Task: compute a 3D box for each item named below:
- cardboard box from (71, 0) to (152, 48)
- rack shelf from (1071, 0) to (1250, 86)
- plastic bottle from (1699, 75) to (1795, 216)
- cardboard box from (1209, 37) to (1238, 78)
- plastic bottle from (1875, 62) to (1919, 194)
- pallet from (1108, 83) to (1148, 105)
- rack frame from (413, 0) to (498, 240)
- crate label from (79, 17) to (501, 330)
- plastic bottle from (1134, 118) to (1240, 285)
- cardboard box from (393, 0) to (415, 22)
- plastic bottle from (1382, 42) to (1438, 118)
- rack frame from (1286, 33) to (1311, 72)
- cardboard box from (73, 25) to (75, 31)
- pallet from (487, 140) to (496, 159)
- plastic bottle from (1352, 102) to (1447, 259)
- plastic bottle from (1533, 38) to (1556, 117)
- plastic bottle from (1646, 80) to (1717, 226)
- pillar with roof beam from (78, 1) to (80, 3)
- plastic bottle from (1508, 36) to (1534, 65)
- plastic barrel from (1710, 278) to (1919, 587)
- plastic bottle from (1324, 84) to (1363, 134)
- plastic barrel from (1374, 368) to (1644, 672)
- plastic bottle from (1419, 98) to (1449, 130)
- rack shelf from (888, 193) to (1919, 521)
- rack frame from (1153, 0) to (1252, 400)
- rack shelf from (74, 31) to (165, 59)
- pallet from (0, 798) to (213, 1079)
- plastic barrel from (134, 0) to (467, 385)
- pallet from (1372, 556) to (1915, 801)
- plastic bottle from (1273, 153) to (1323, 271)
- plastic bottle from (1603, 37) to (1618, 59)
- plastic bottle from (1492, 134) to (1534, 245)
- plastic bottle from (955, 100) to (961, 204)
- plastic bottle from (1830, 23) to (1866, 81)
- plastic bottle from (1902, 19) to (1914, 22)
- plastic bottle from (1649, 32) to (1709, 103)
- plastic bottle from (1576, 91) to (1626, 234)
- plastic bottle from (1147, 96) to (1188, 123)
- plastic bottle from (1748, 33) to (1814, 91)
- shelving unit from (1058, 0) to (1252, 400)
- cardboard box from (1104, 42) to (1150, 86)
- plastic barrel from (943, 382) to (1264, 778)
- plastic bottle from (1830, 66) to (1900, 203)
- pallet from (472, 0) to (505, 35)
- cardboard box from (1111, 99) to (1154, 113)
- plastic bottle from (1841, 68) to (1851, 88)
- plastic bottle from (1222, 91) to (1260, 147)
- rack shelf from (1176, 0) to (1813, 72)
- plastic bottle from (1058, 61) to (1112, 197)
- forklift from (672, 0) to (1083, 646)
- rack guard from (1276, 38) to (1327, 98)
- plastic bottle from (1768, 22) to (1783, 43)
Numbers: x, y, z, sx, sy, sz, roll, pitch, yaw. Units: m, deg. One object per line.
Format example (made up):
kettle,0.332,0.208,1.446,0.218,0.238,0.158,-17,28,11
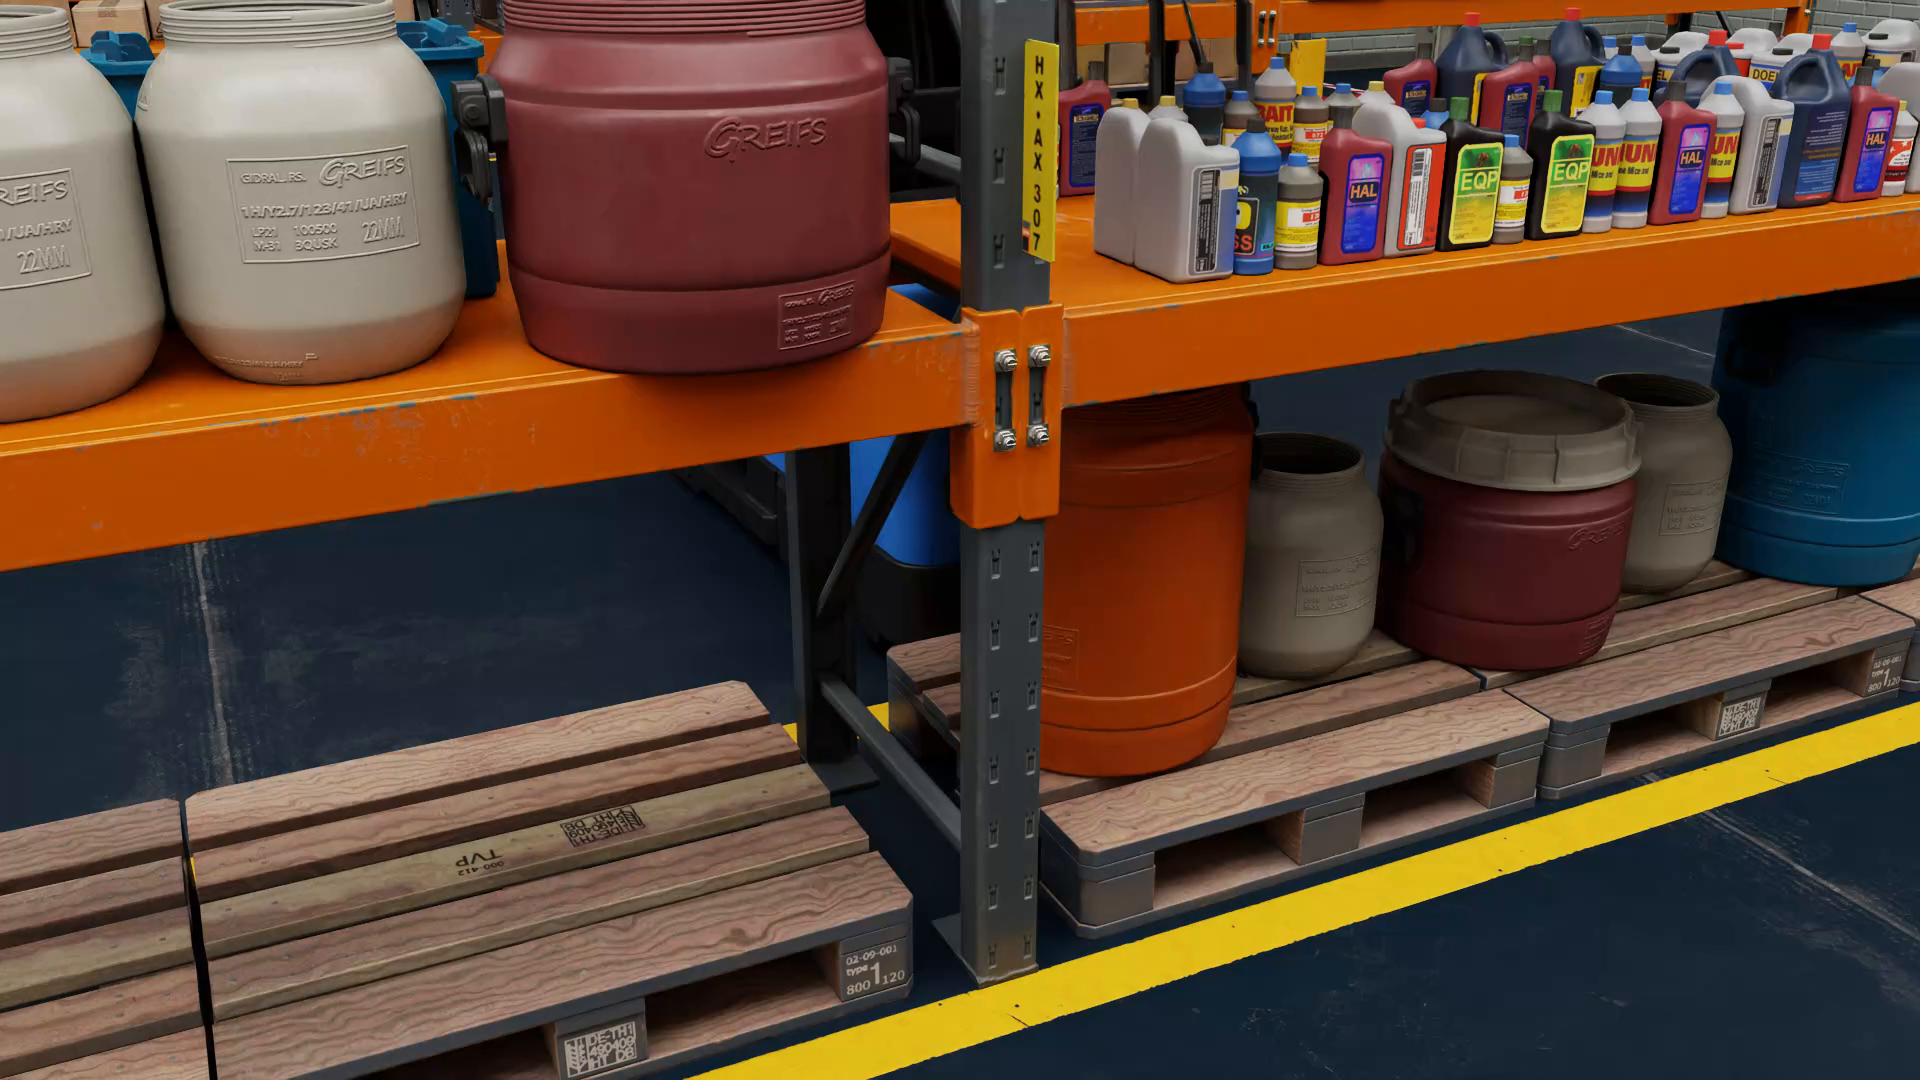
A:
cardboard box,-3.391,-2.070,6.658,0.250,0.149,0.380,-9,24,-20
rack shelf,0.361,-1.374,3.905,0.480,0.518,0.431,-14,24,-24
plastic bottle,1.658,-0.843,3.526,0.135,0.276,0.152,-10,25,-24
cardboard box,2.202,-4.339,14.531,0.500,0.500,0.700,-10,25,-24
plastic bottle,2.154,-0.934,3.747,0.135,0.276,0.152,-10,25,-24
pallet,1.006,-3.802,14.159,1.213,0.211,1.003,-10,25,-24
rack frame,-2.267,-2.417,7.168,0.127,3.000,1.000,-10,25,-24
crate label,-1.134,-0.654,2.863,0.616,0.435,0.502,-10,25,-24
plastic bottle,0.408,-0.613,2.971,0.135,0.276,0.152,-10,25,-24
cardboard box,-2.614,-2.331,7.076,0.500,0.311,0.500,-9,24,-20
plastic bottle,1.087,-1.060,4.040,0.133,0.283,0.061,-10,25,-24
rack frame,2.790,-5.451,14.497,0.127,3.000,1.000,-10,25,-24
cardboard box,-5.586,-3.308,11.033,0.500,0.250,0.500,-10,24,-23
pallet,-3.676,-2.940,12.077,1.213,0.211,1.003,-10,25,-24
plastic bottle,0.825,-0.690,3.156,0.135,0.276,0.152,-10,25,-24
plastic bottle,1.401,-1.091,4.117,0.133,0.283,0.061,-10,25,-24
plastic bottle,1.469,-0.792,3.394,0.133,0.283,0.061,-10,25,-24
pillar with roof beam,-4.098,-5.495,6.758,0.400,9.000,9.100,-10,25,-24
plastic bottle,1.374,-1.112,4.168,0.133,0.283,0.061,-10,25,-24
plastic barrel,2.347,-0.396,4.479,0.708,0.901,0.600,-10,25,-24
plastic bottle,0.904,-0.980,3.956,0.097,0.201,0.097,0,22,0
plastic barrel,1.329,-0.064,4.086,0.708,0.588,0.600,-10,25,-24
plastic bottle,0.915,-0.718,3.231,0.097,0.271,0.097,0,22,0
rack shelf,1.680,-0.709,3.982,4.000,0.370,1.077,-10,25,-24
rack frame,0.618,-0.790,4.256,0.015,2.100,0.400,-14,24,-24
rack shelf,-4.069,-1.753,6.504,4.000,0.370,1.077,-10,25,-24
pallet,-1.935,0.895,2.813,1.213,0.211,1.003,-10,25,-24
plastic barrel,-0.956,-0.517,2.431,0.421,0.512,0.421,0,22,0
pallet,1.668,0.233,4.412,1.213,0.211,1.003,-10,25,-24
plastic bottle,0.612,-0.604,3.048,0.097,0.201,0.097,0,22,0
plastic bottle,1.653,-1.150,4.275,0.097,0.271,0.097,0,22,0
plastic bottle,1.062,-0.687,3.247,0.097,0.201,0.097,0,22,0
plastic bottle,0.058,-0.870,3.582,0.133,0.283,0.061,-10,25,-24
plastic bottle,2.454,-1.298,4.632,0.097,0.271,0.097,0,22,0
plastic bottle,2.663,-1.336,4.725,0.097,0.271,0.097,0,22,0
plastic bottle,1.857,-1.178,4.337,0.135,0.276,0.152,-10,25,-24
plastic bottle,1.270,-0.758,3.327,0.097,0.271,0.097,0,22,0
plastic bottle,0.465,-0.899,3.760,0.097,0.201,0.097,0,22,0
plastic bottle,2.132,-1.164,4.303,0.135,0.276,0.152,-10,25,-24
shelving unit,0.401,-0.737,4.157,0.503,2.100,0.431,-14,24,-24
cardboard box,1.299,-4.173,14.128,0.500,0.500,0.700,-11,25,-25
plastic barrel,0.311,0.012,3.588,0.708,0.830,0.600,-10,25,-24
plastic bottle,1.965,-0.883,3.615,0.133,0.283,0.061,-10,25,-24
pallet,-1.687,-2.465,7.535,1.003,0.211,1.213,-10,25,-24
cardboard box,0.796,-2.133,9.174,0.500,0.500,0.500,-12,25,-26
plastic bottle,1.914,-0.902,3.676,0.097,0.271,0.097,0,22,0
plastic bottle,0.641,-0.932,3.838,0.097,0.201,0.097,0,22,0
rack shelf,3.140,-3.080,9.710,4.000,0.370,1.077,-10,25,-24
plastic bottle,0.265,-0.908,3.675,0.133,0.283,0.061,-10,25,-24
forklift,-0.391,-1.584,5.243,1.130,2.935,3.031,-12,25,-26
rack guard,2.811,-4.300,14.984,0.348,0.500,1.175,-10,25,-24
plastic bottle,2.167,-1.258,4.520,0.133,0.283,0.061,-10,25,-24
